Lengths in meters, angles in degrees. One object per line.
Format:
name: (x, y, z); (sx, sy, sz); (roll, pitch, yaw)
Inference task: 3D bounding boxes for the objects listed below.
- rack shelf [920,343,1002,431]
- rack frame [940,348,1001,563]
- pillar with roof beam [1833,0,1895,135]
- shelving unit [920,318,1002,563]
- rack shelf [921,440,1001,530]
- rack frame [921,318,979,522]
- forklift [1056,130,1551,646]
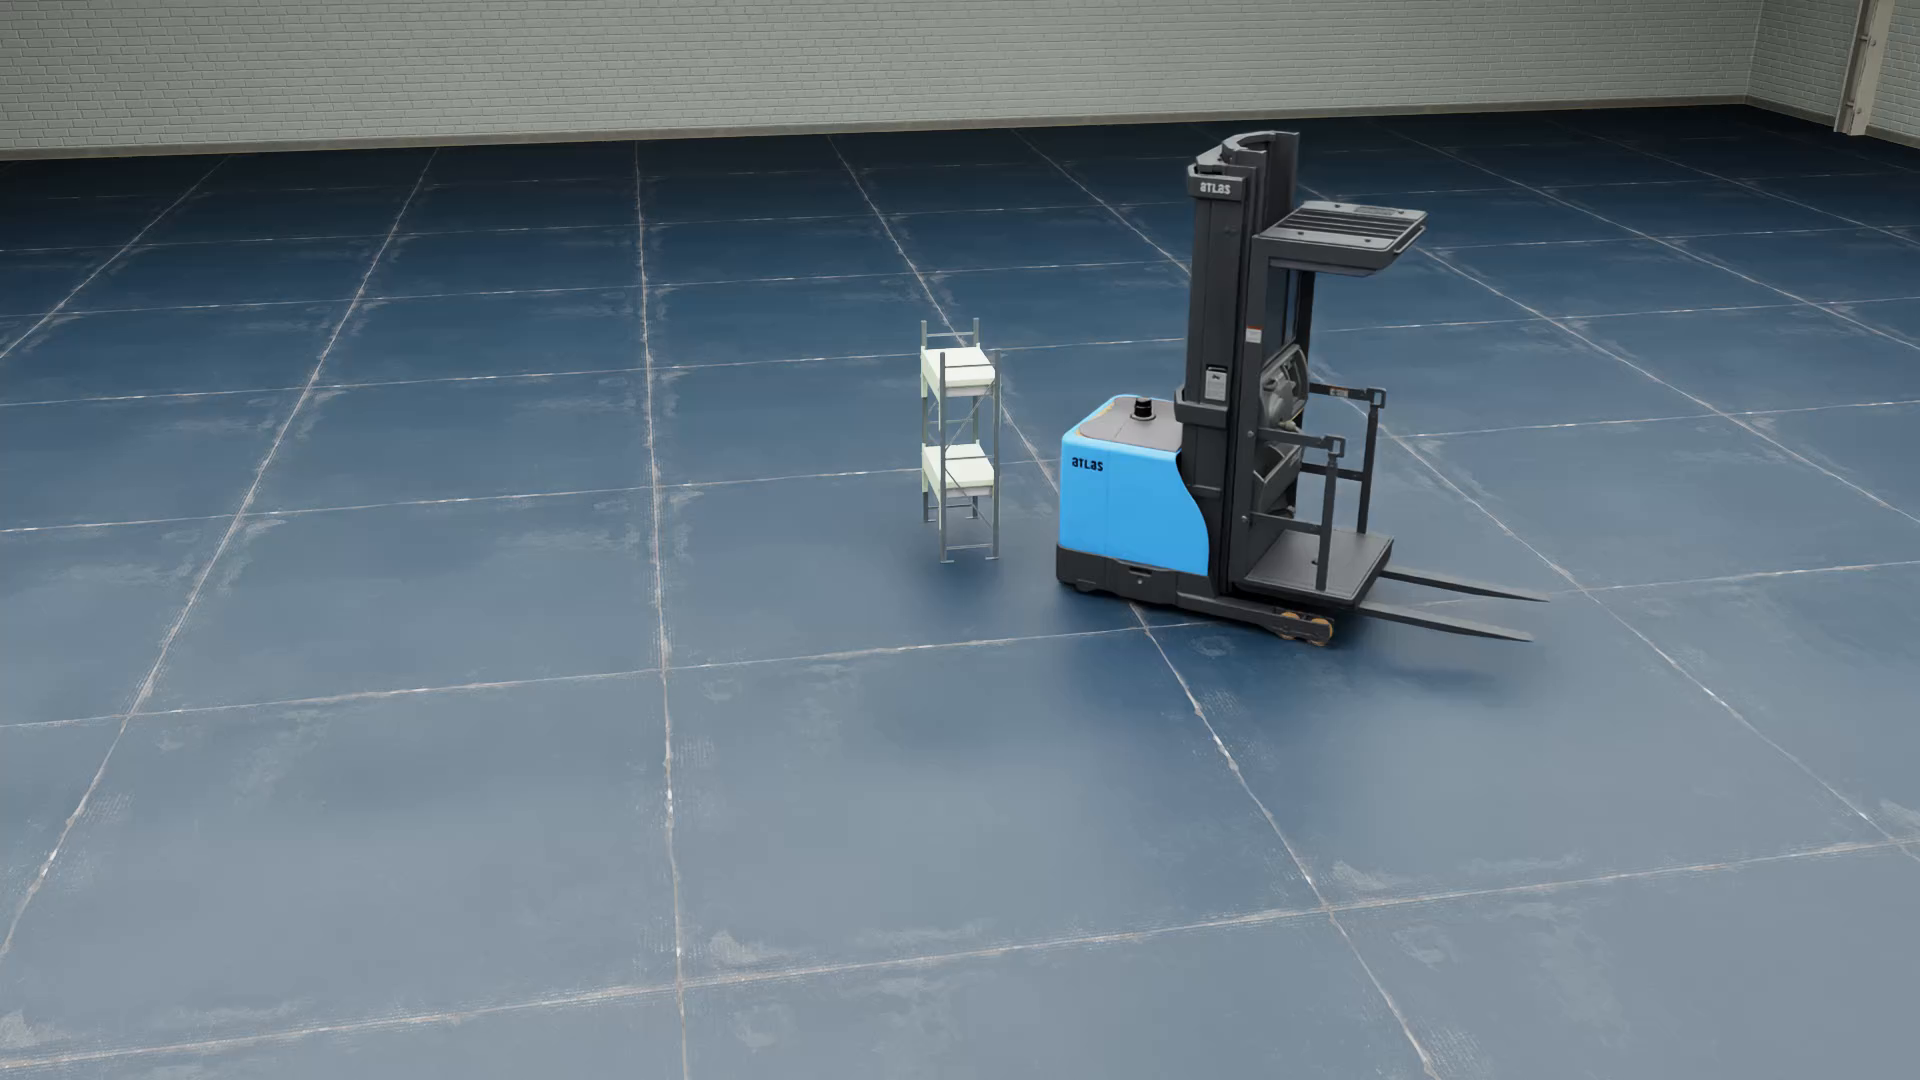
rack shelf: (-0.001, -1.048, 11.300); (0.431, 0.370, 0.720); (-4, 24, -10)
rack frame: (0.066, -0.546, 11.126); (0.400, 1.500, 0.023); (-4, 24, -10)
pillar with roof beam: (10.072, -10.350, 24.204); (9.100, 9.000, 0.400); (-4, 24, -10)
shelving unit: (-0.001, -0.690, 11.456); (0.431, 1.500, 0.755); (-4, 24, -10)
rack shelf: (-0.001, -0.391, 11.586); (0.431, 0.370, 0.720); (-4, 24, -10)
rack frame: (-0.069, -0.834, 11.785); (0.400, 1.500, 0.023); (-4, 24, -10)
forklift: (2.187, -0.934, 10.227); (3.031, 2.935, 1.130); (11, 26, 24)
